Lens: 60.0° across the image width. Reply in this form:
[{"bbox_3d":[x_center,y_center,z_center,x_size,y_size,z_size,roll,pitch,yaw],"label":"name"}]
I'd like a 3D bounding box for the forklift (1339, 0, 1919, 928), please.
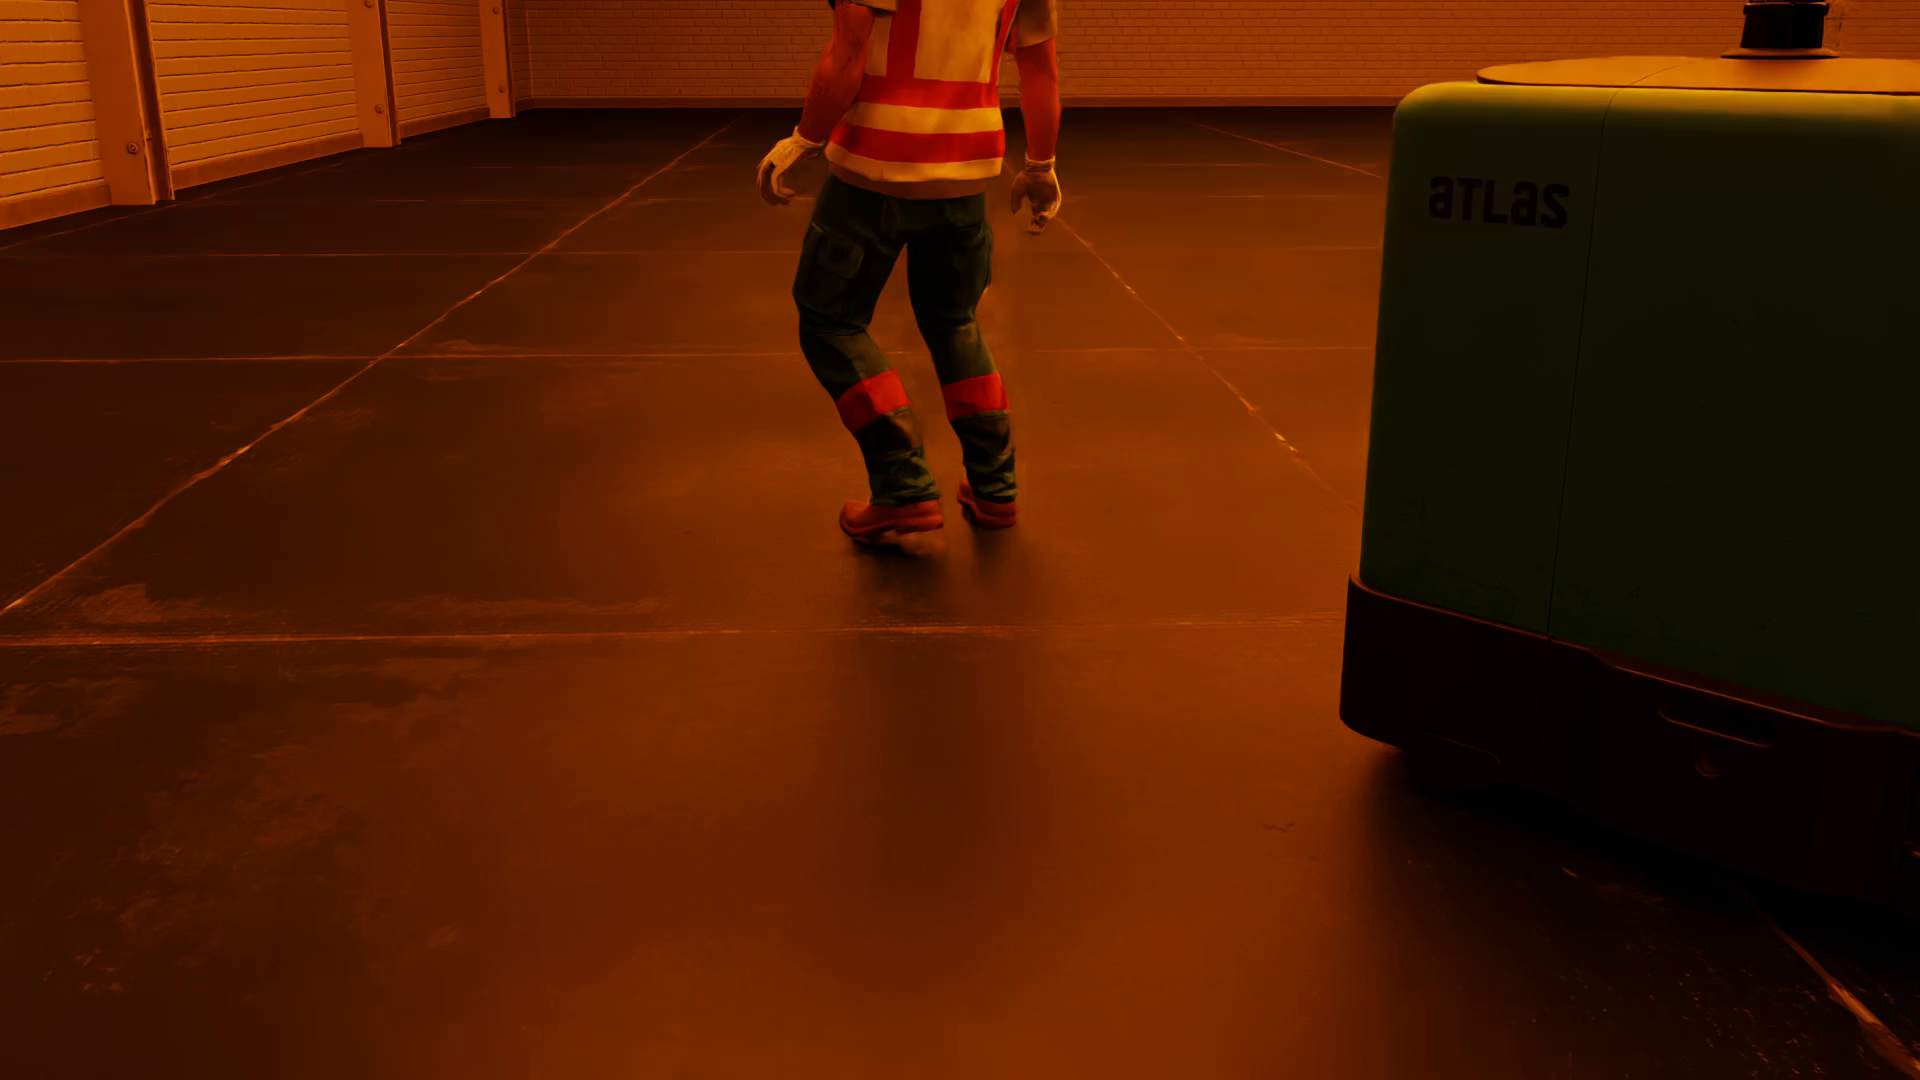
[{"bbox_3d":[2.019,-0.835,1.638,3.031,2.935,1.130,16,23,42],"label":"forklift"}]

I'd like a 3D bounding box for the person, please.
[{"bbox_3d":[-0.077,-0.844,3.748,0.783,1.730,0.430,-13,21,-37],"label":"person"}]
